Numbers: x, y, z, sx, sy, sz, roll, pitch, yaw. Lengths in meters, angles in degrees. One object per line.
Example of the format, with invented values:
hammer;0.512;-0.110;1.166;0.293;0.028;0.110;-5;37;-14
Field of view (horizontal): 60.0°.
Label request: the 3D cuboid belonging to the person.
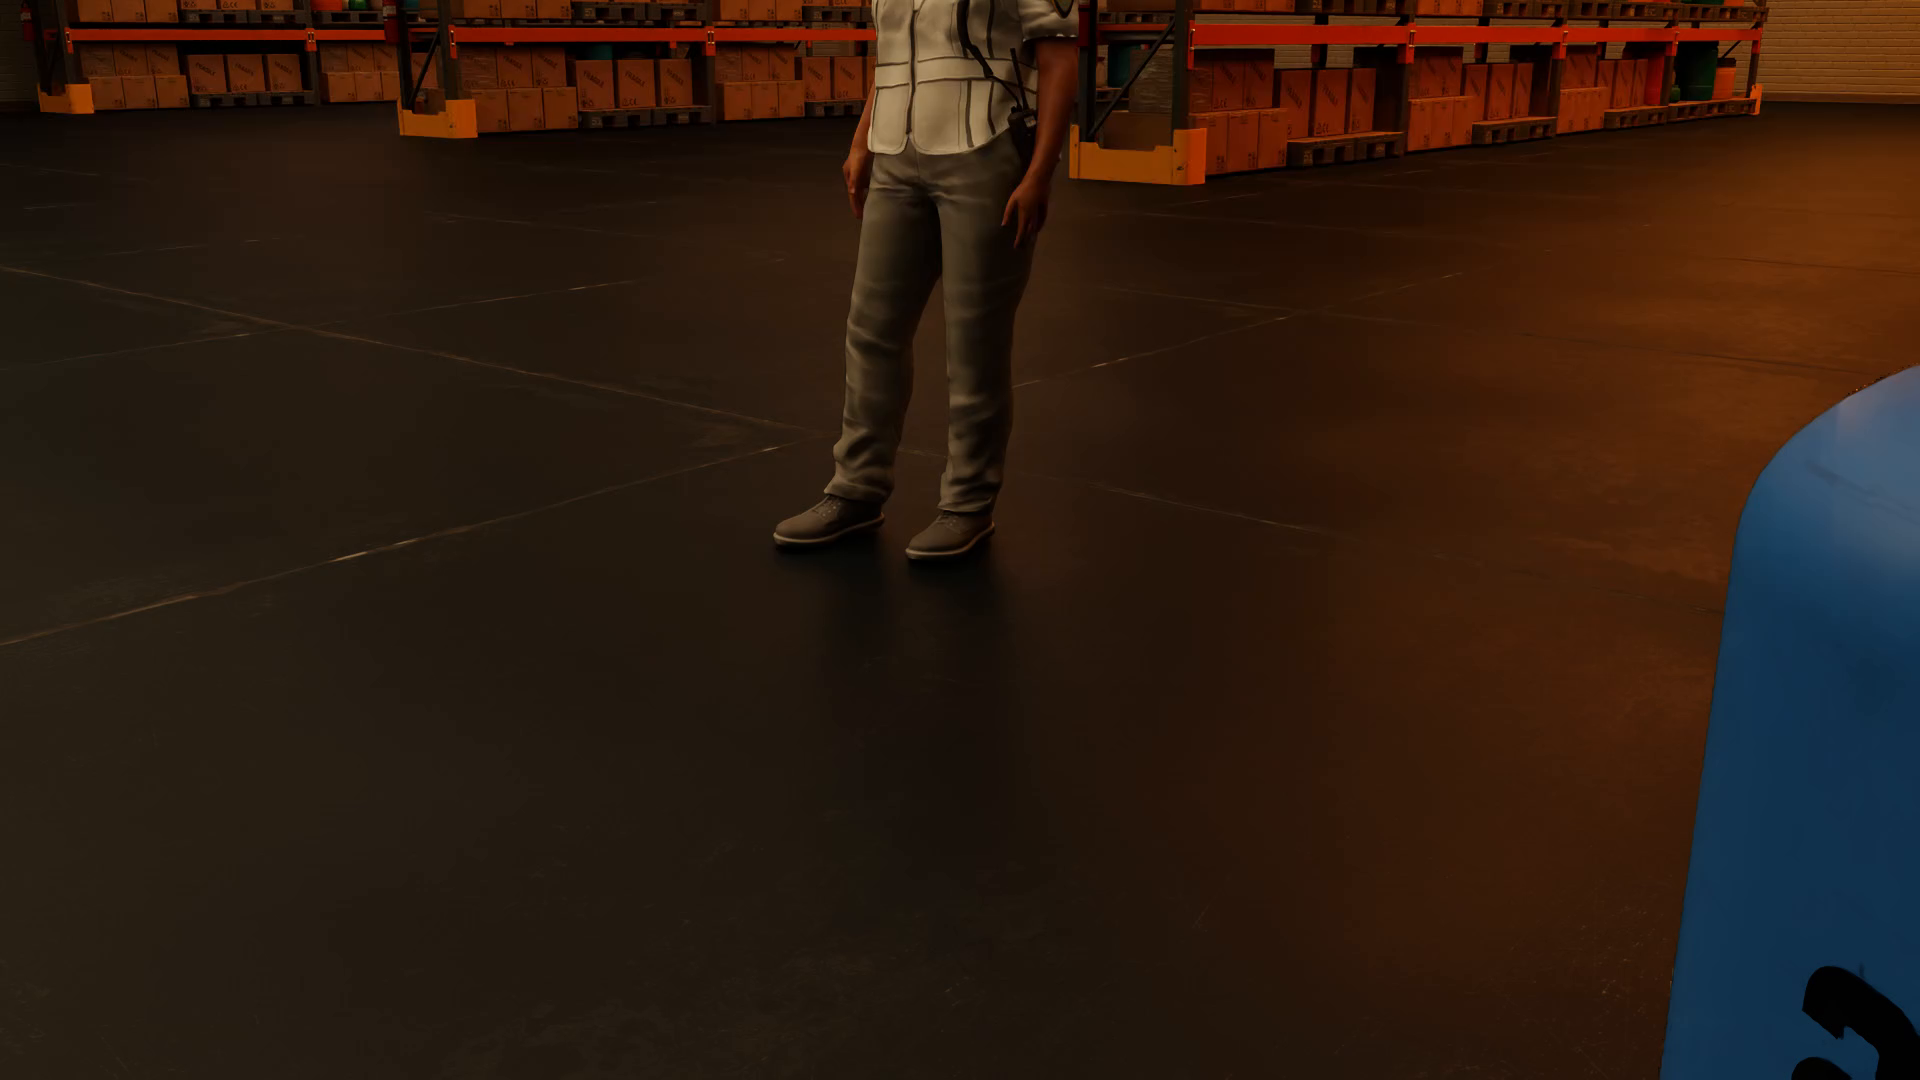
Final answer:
person;-0.066;-0.792;3.655;0.598;1.670;0.529;13;21;37
